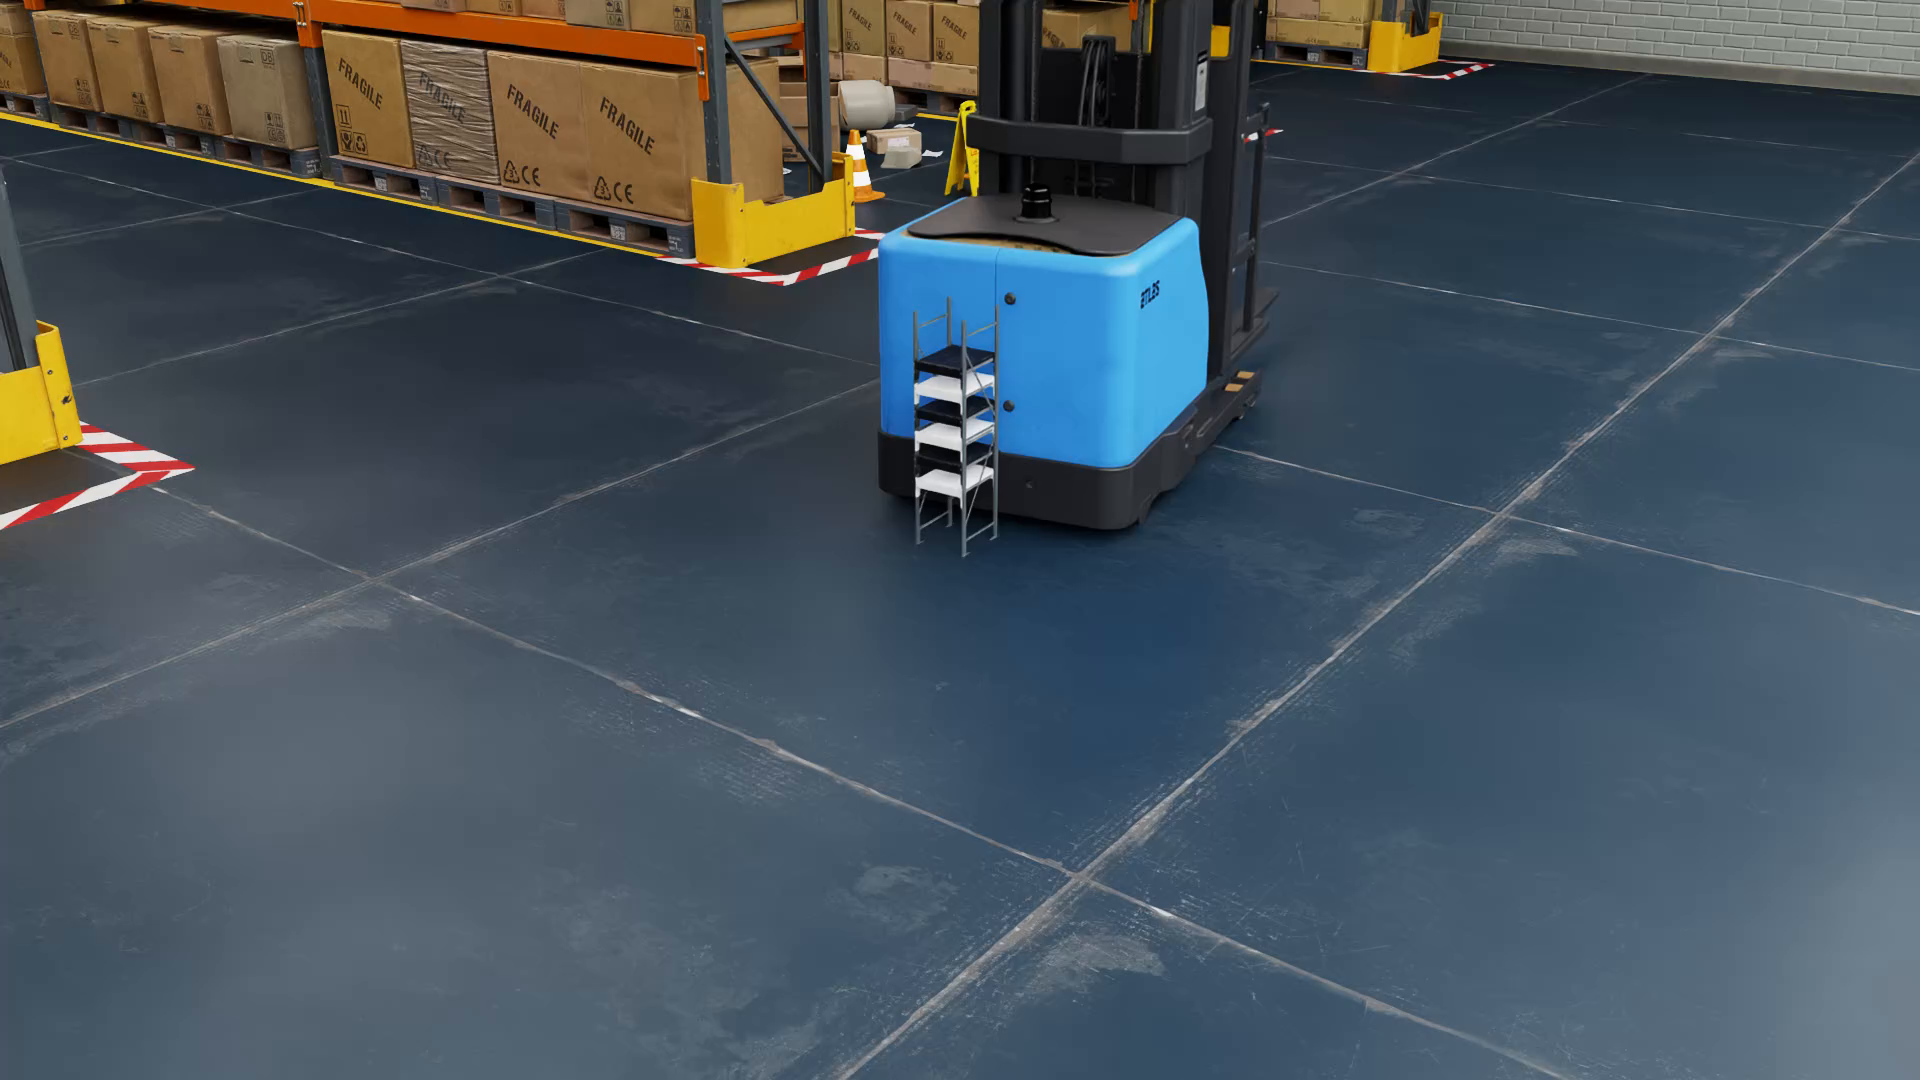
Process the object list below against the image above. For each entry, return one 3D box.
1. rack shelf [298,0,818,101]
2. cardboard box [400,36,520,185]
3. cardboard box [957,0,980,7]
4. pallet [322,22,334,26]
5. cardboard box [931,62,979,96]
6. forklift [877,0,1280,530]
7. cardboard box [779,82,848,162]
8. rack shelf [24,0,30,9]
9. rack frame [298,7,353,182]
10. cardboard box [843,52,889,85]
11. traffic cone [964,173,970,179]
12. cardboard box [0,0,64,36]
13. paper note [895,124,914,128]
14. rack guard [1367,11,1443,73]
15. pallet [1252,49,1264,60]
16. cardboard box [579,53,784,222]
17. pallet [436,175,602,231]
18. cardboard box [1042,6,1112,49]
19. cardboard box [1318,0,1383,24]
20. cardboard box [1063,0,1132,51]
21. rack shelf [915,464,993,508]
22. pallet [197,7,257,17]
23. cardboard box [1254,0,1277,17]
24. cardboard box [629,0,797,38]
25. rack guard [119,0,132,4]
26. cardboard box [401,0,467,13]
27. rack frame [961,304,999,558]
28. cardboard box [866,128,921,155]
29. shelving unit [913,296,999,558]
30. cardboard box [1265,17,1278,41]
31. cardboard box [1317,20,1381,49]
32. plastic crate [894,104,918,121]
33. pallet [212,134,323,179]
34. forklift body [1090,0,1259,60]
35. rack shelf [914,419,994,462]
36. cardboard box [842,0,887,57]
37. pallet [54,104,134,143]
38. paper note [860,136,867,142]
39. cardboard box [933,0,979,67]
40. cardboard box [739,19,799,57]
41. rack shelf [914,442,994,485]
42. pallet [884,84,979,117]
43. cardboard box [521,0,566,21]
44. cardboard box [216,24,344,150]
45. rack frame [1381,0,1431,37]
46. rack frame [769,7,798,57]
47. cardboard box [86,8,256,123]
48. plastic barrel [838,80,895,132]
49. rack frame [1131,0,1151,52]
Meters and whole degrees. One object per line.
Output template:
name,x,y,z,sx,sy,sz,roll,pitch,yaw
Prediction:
rack shelf,-2.758,-3.369,11.069,4.000,0.370,1.077,17,29,33
cardboard box,-3.174,-3.010,11.477,0.875,0.875,0.875,17,29,34
cardboard box,0.189,-4.713,14.381,0.250,0.149,0.380,18,30,35
pallet,-7.210,-6.300,20.286,1.213,0.211,1.003,17,29,33
cardboard box,0.090,-4.131,14.796,0.500,0.250,0.500,16,28,31
forklift,0.740,-1.942,7.023,1.130,2.935,3.031,10,26,22
cardboard box,-1.194,-3.302,13.120,0.637,0.503,0.797,-1,24,-3
rack shelf,-9.160,-5.304,15.459,4.000,0.370,1.077,17,29,33
rack frame,-4.359,-4.182,12.021,0.127,3.000,1.000,17,29,33
cardboard box,-0.727,-4.382,15.365,0.500,0.250,0.500,19,30,36
traffic cone,0.219,-2.923,12.310,0.334,0.463,0.336,17,29,33
cardboard box,-8.264,-4.621,14.668,0.500,0.250,0.500,16,28,32
paper note,-0.479,-3.573,14.322,0.148,0.019,0.142,7,25,15
rack guard,4.723,-5.289,17.634,0.348,0.500,1.175,17,29,33
pallet,3.095,-5.629,18.764,1.213,0.211,1.003,17,29,33
cardboard box,-1.740,-2.577,10.493,0.875,0.875,0.875,17,29,34
pallet,-2.817,-2.402,11.440,1.213,0.211,1.003,17,29,33
cardboard box,0.933,-4.223,14.073,0.500,0.500,0.500,17,29,34
cardboard box,4.127,-5.618,17.550,0.500,0.250,0.500,16,29,33
cardboard box,1.231,-4.403,14.482,0.500,0.500,0.500,16,28,32
rack shelf,-0.013,-0.213,6.146,0.200,0.077,0.258,15,28,30
pallet,-9.414,-6.966,21.798,1.213,0.211,1.003,17,29,33
cardboard box,3.306,-5.861,18.101,0.500,0.250,0.500,16,28,32
cardboard box,-1.482,-3.358,9.966,0.550,0.550,0.875,17,29,33
rack guard,-11.092,-7.567,22.805,0.348,0.500,1.175,17,29,33
cardboard box,-3.241,-3.871,11.129,0.550,0.550,0.875,17,29,33
rack frame,0.073,-0.386,6.010,0.006,0.900,0.240,15,28,30
cardboard box,-0.530,-3.197,13.321,0.380,0.149,0.250,-10,26,-21
shelving unit,-0.013,-0.408,6.060,0.210,0.900,0.258,15,28,30
cardboard box,3.351,-5.631,18.200,0.500,0.250,0.500,17,29,34
cardboard box,4.139,-5.384,17.639,0.500,0.250,0.500,17,29,34
plastic crate,-0.706,-3.823,14.828,0.583,0.080,0.402,7,25,15
pallet,-5.021,-3.068,12.952,1.213,0.211,1.003,17,29,33
forklift body,2.092,-5.920,17.019,1.214,2.155,2.313,17,29,33
rack shelf,-0.013,-0.378,6.074,0.200,0.077,0.258,15,28,30
cardboard box,-0.725,-4.725,15.213,0.500,0.500,0.500,18,30,35
pallet,-6.974,-3.658,14.291,1.213,0.211,1.003,17,29,33
paper note,-0.810,-3.312,13.744,0.148,0.019,0.142,-15,28,-30
cardboard box,0.113,-4.472,14.639,0.500,0.500,0.500,16,28,32
cardboard box,-1.892,-4.919,16.433,0.625,0.372,0.950,17,29,34
rack shelf,-0.013,-0.295,6.110,0.200,0.077,0.258,15,28,30
pallet,0.068,-4.082,15.252,1.213,0.211,1.003,17,29,33
cardboard box,-2.308,-3.660,10.651,0.550,0.550,0.875,17,29,33
cardboard box,-4.909,-3.466,12.665,0.750,0.750,1.050,17,29,33
rack frame,4.704,-6.439,17.143,0.127,3.000,1.000,17,29,33
rack frame,-1.471,-5.803,15.701,0.127,3.000,1.000,17,29,33
cardboard box,-6.424,-3.925,13.708,0.750,0.750,1.050,17,29,34
plastic barrel,-0.831,-3.668,14.050,0.512,0.421,0.421,-5,24,-12
rack frame,1.730,-4.836,13.506,0.127,3.000,1.000,17,29,33
